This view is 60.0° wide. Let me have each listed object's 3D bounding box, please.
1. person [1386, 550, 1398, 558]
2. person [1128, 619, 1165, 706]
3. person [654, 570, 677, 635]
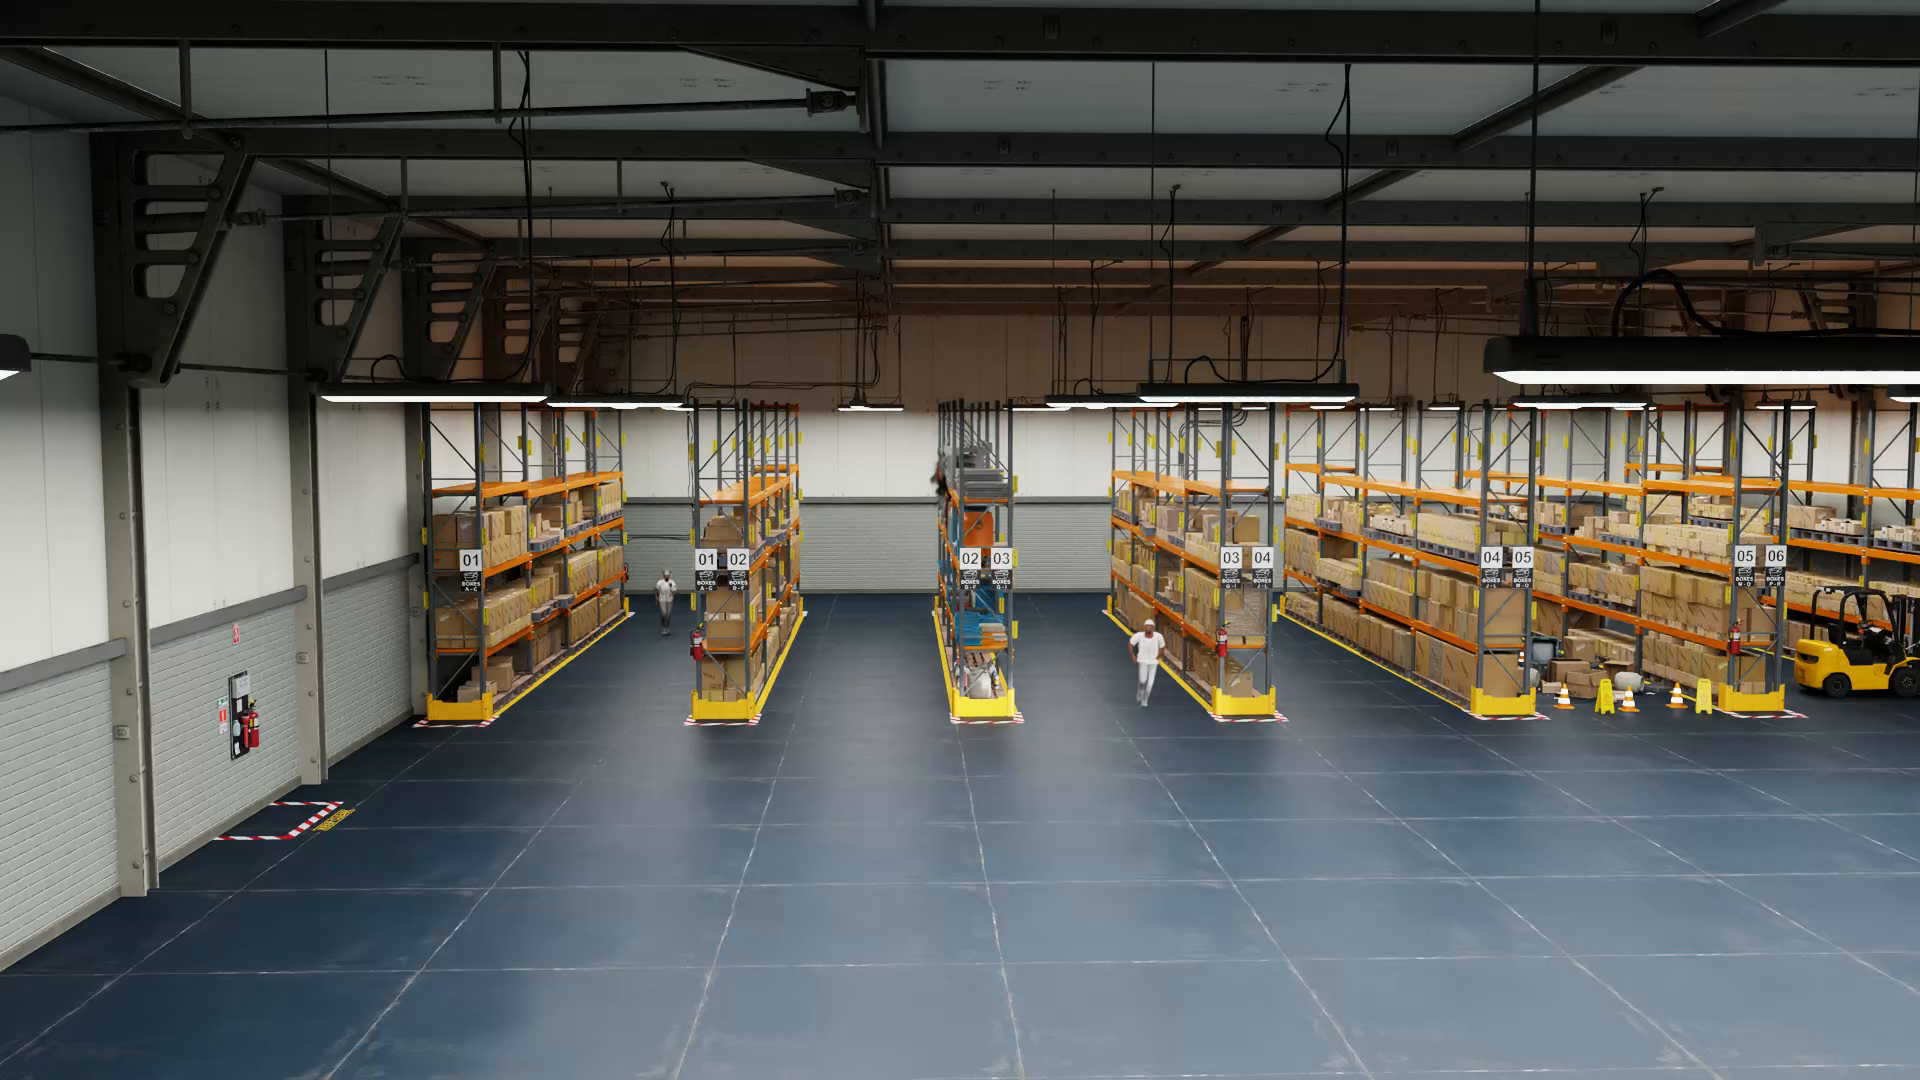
[{"bbox_3d":[13.052,1.031,50.340,0.629,1.718,0.663,-2,5,-23],"label":"person"},{"bbox_3d":[3.662,2.398,32.429,0.705,1.717,0.564,0,4,-3],"label":"person"},{"bbox_3d":[-7.619,1.618,43.108,0.538,1.682,0.768,-1,5,-18],"label":"person"}]
